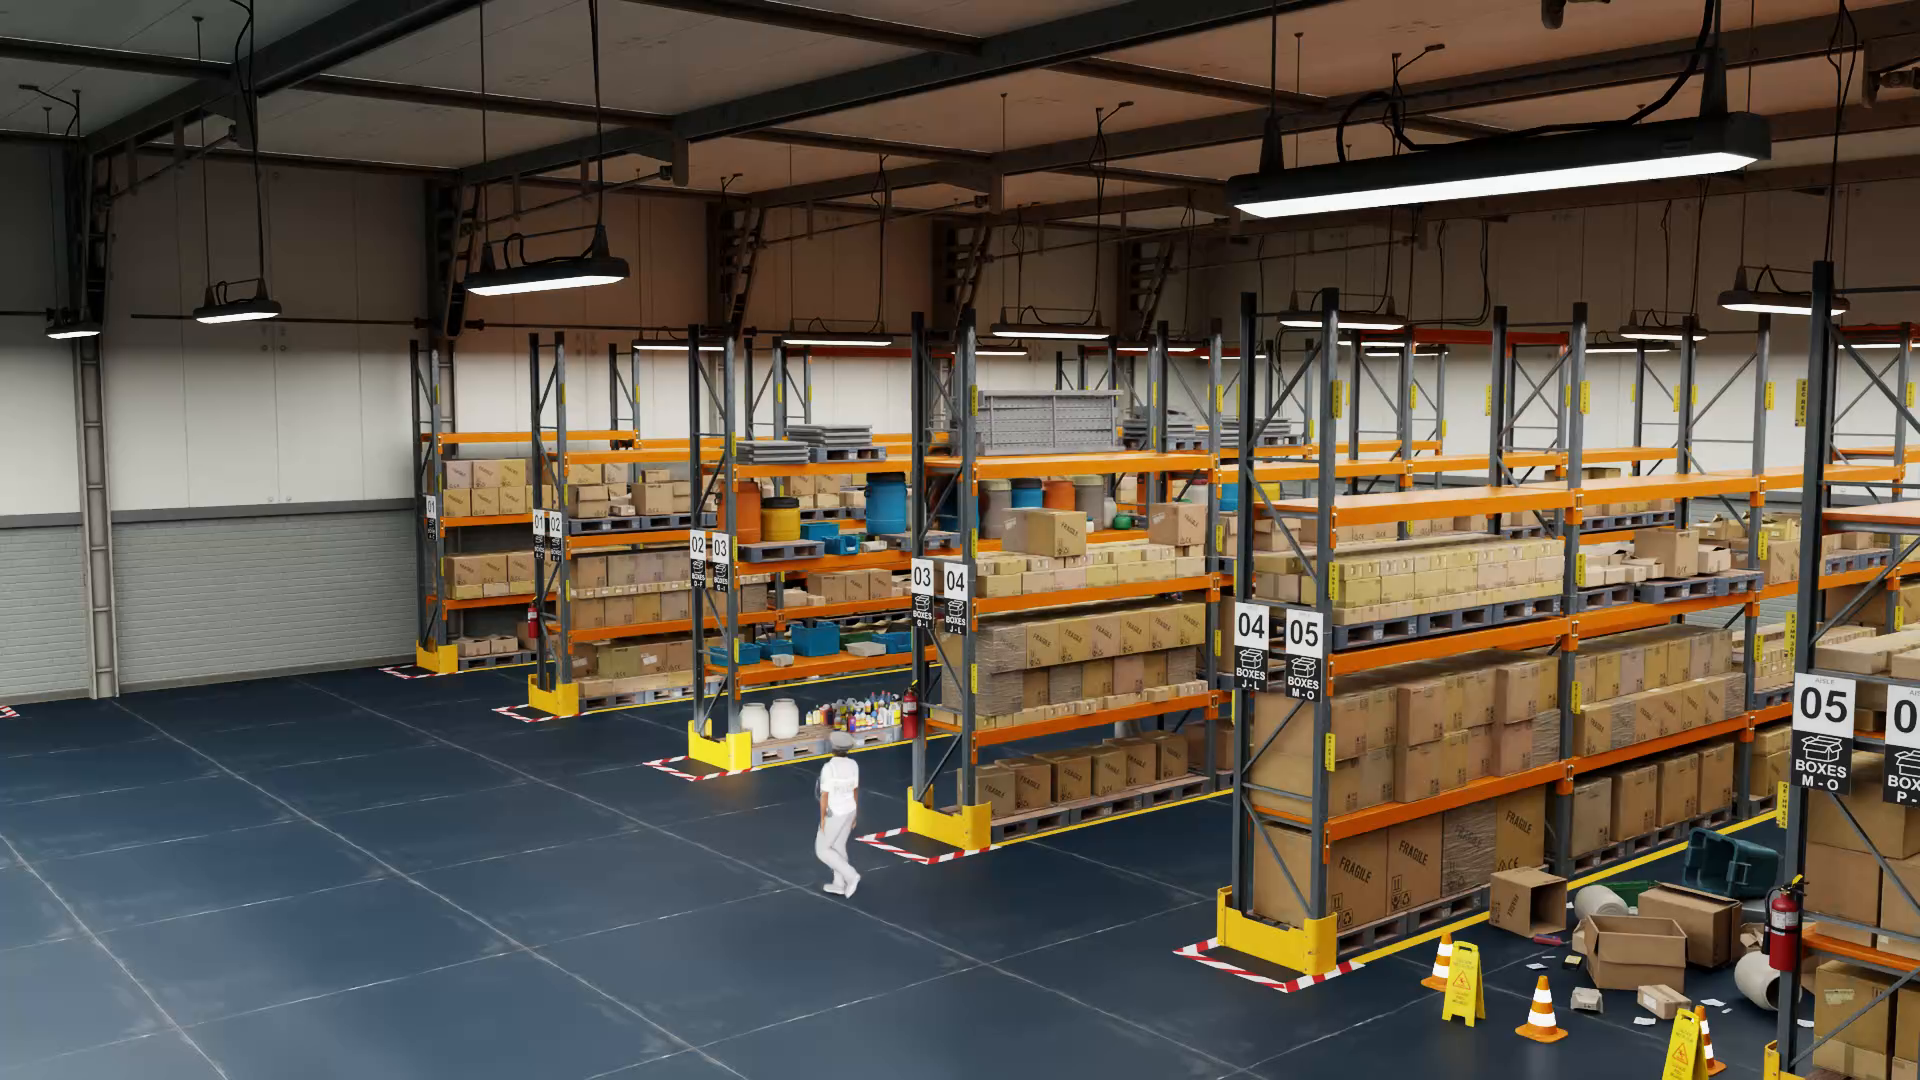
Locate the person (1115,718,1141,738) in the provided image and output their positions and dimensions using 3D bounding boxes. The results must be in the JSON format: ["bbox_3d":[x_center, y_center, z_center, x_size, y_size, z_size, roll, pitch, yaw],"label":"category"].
[{"bbox_3d":[2.276,2.151,23.159,0.618,1.770,0.547,1,5,11],"label":"person"}]

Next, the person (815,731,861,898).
[{"bbox_3d":[-1.221,2.765,16.769,0.490,1.681,0.457,2,6,23],"label":"person"}]
